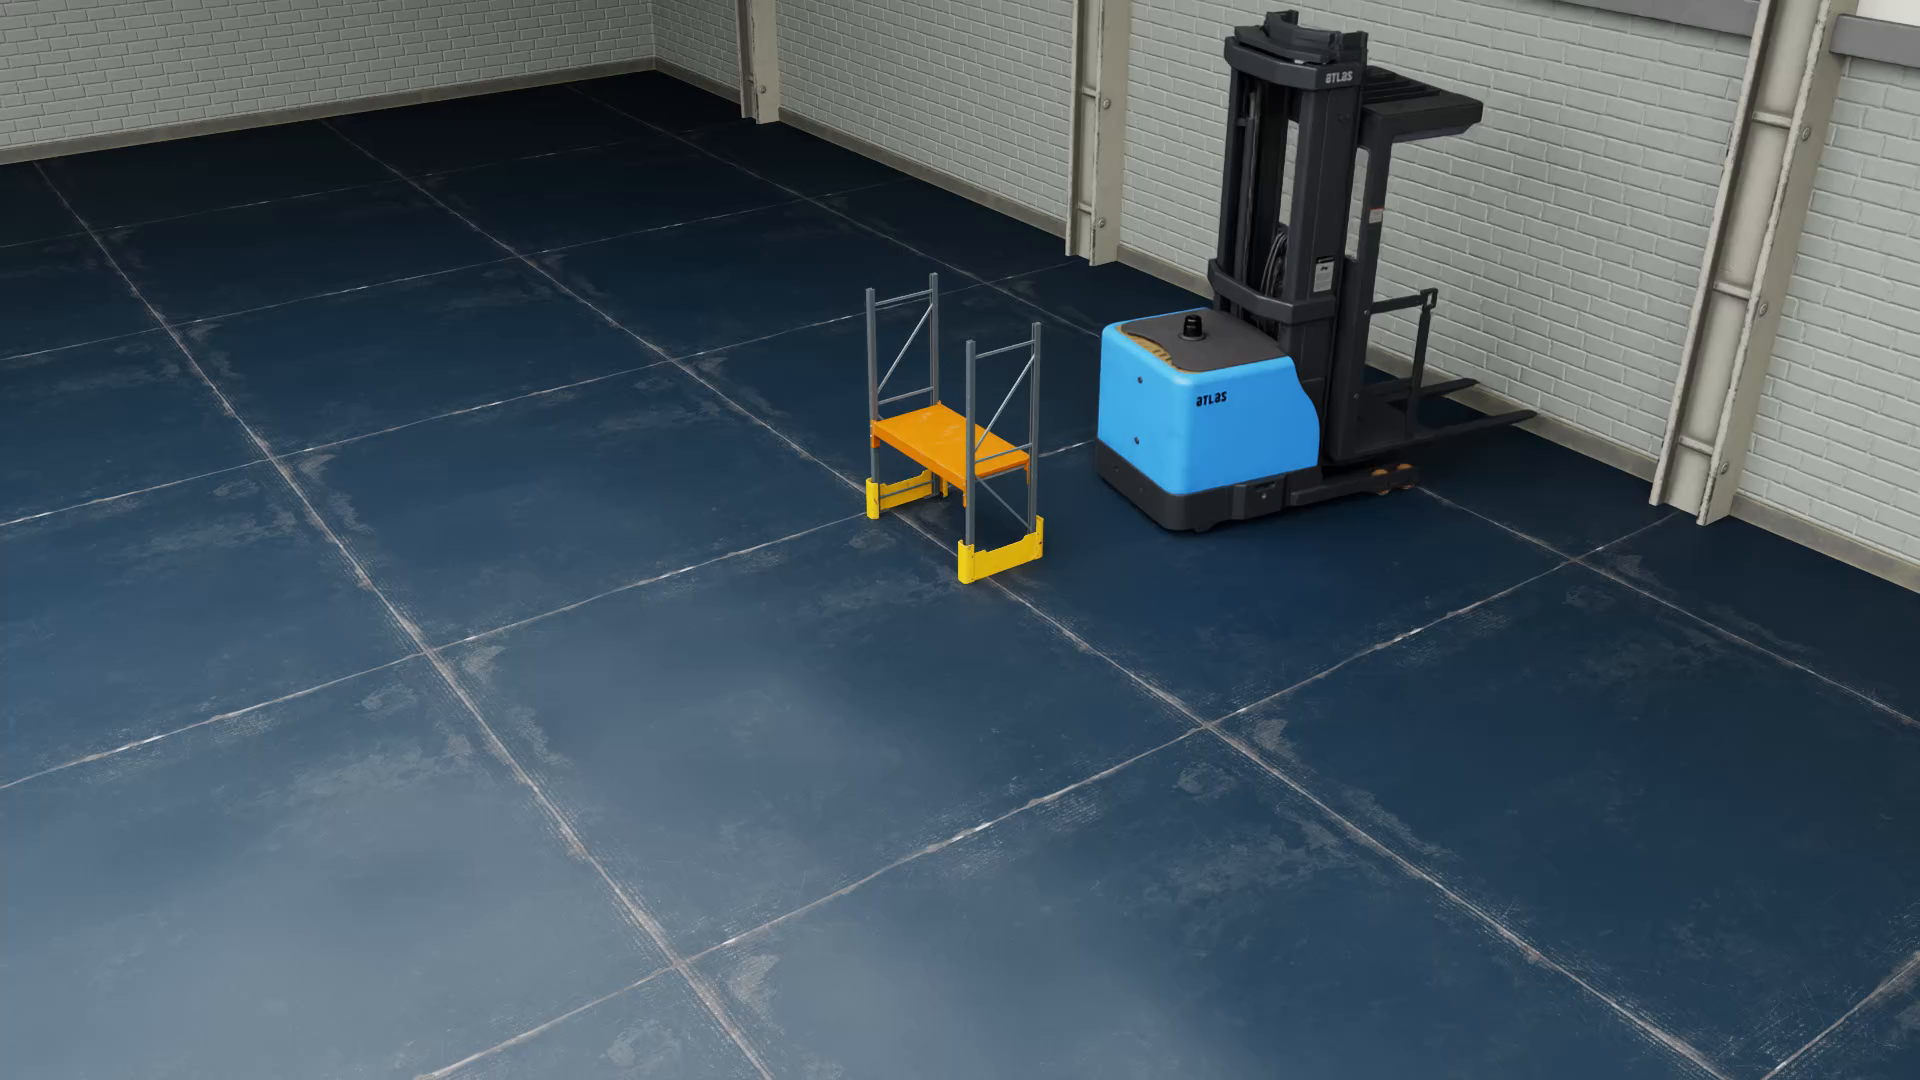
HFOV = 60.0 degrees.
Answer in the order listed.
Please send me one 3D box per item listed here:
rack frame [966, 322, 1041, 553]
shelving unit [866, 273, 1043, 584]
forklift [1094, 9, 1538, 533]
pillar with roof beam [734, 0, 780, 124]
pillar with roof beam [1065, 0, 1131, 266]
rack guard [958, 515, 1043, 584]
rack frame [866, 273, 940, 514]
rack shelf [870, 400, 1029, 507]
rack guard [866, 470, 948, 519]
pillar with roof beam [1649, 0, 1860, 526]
[{"bbox_3d":[0.245,-0.495,9.589,0.500,1.500,0.032,-19,34,-31],"label":"rack frame"},{"bbox_3d":[-0.044,-0.689,9.947,0.587,1.500,1.083,-19,34,-31],"label":"shelving unit"},{"bbox_3d":[2.442,-1.796,10.486,3.031,2.935,1.130,-13,31,-22],"label":"forklift"},{"bbox_3d":[-5.802,-7.635,14.878,9.100,9.000,0.400,-19,34,-31],"label":"pillar with roof beam"},{"bbox_3d":[-2.321,-5.302,10.584,9.100,9.000,0.400,-19,34,-31],"label":"pillar with roof beam"},{"bbox_3d":[0.245,0.054,9.888,0.587,0.250,0.087,-19,34,-31],"label":"rack guard"},{"bbox_3d":[-0.344,-0.890,10.317,0.500,1.500,0.032,-19,34,-31],"label":"rack frame"},{"bbox_3d":[-0.049,-0.534,10.039,0.538,0.185,1.000,-19,34,-31],"label":"rack shelf"},{"bbox_3d":[-0.333,-0.333,10.601,0.587,0.250,0.087,-19,34,-31],"label":"rack guard"},{"bbox_3d":[1.159,-2.969,6.289,9.100,9.000,0.400,-19,34,-31],"label":"pillar with roof beam"}]
